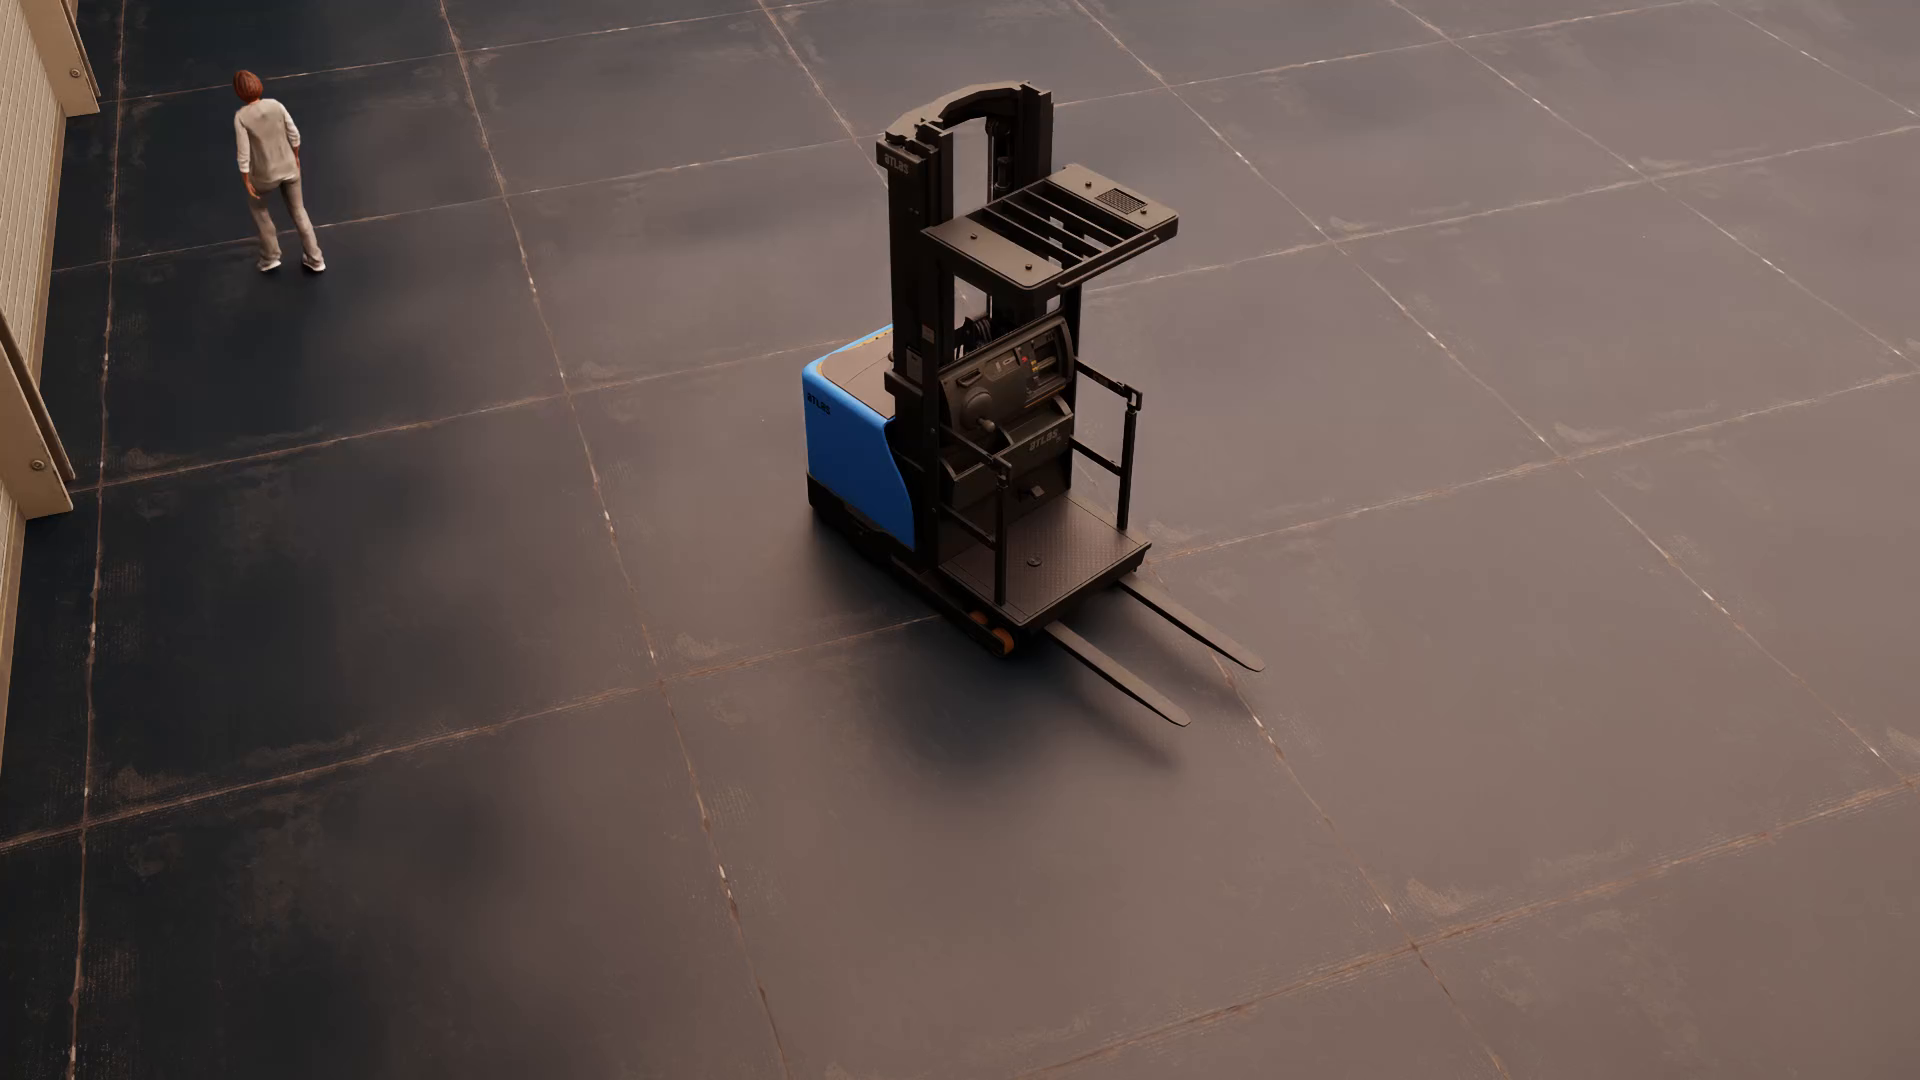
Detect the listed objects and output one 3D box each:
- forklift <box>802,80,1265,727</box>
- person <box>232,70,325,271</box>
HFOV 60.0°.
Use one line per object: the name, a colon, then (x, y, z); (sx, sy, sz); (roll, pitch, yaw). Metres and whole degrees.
forklift: (0.409, -0.833, 8.988); (1.130, 2.935, 3.031); (-30, 49, -31)
person: (-5.091, -2.704, 12.315); (0.506, 1.614, 0.510); (-33, 50, -33)
